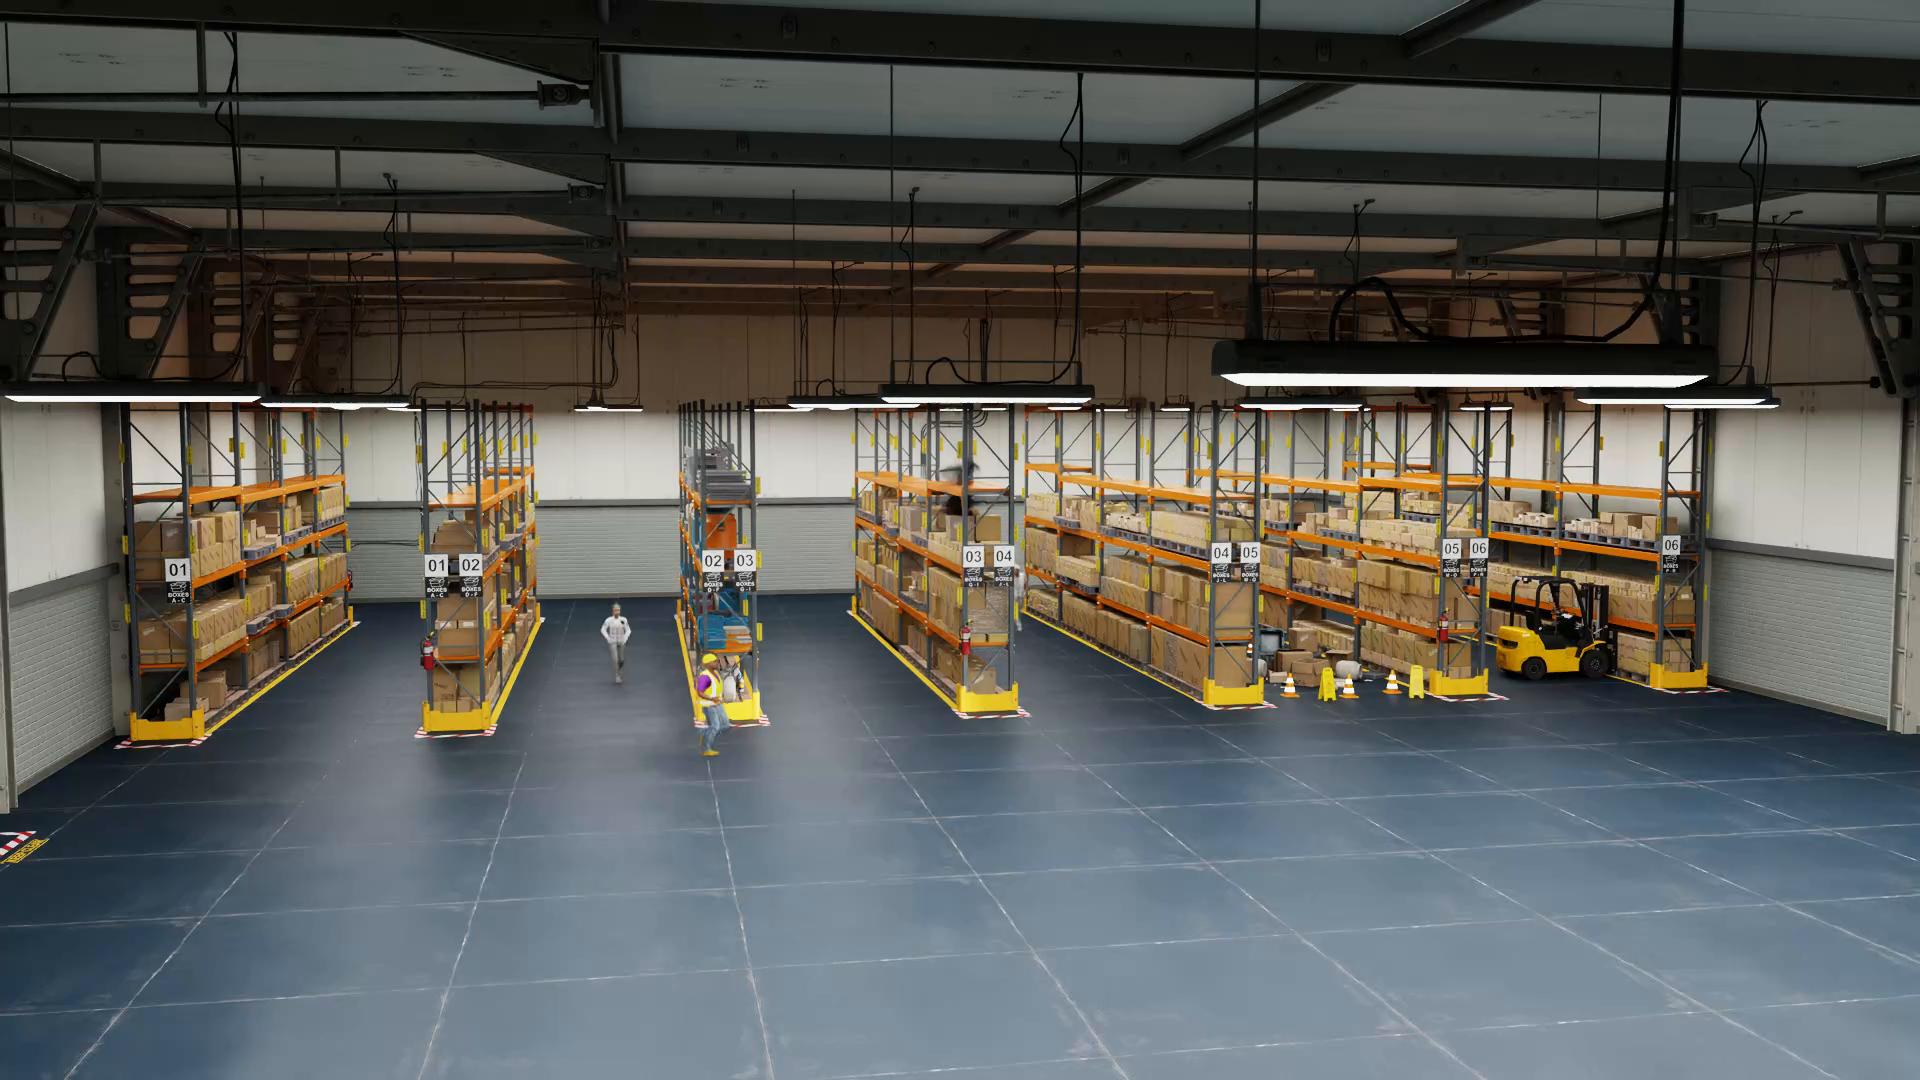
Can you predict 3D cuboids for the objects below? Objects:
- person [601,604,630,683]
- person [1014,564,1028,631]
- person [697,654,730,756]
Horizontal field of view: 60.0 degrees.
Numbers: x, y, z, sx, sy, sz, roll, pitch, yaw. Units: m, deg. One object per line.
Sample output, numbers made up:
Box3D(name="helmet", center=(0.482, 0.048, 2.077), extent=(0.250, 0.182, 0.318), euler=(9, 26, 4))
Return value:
Box3D(name="person", center=(-7.398, 2.198, 35.755), extent=(0.628, 1.673, 0.587), euler=(-1, 5, -19))
Box3D(name="person", center=(1.481, 1.511, 44.502), extent=(0.679, 1.770, 1.030), euler=(-1, 4, -15))
Box3D(name="person", center=(-4.132, 2.754, 27.839), extent=(0.569, 1.721, 0.674), euler=(1, 4, 16))
